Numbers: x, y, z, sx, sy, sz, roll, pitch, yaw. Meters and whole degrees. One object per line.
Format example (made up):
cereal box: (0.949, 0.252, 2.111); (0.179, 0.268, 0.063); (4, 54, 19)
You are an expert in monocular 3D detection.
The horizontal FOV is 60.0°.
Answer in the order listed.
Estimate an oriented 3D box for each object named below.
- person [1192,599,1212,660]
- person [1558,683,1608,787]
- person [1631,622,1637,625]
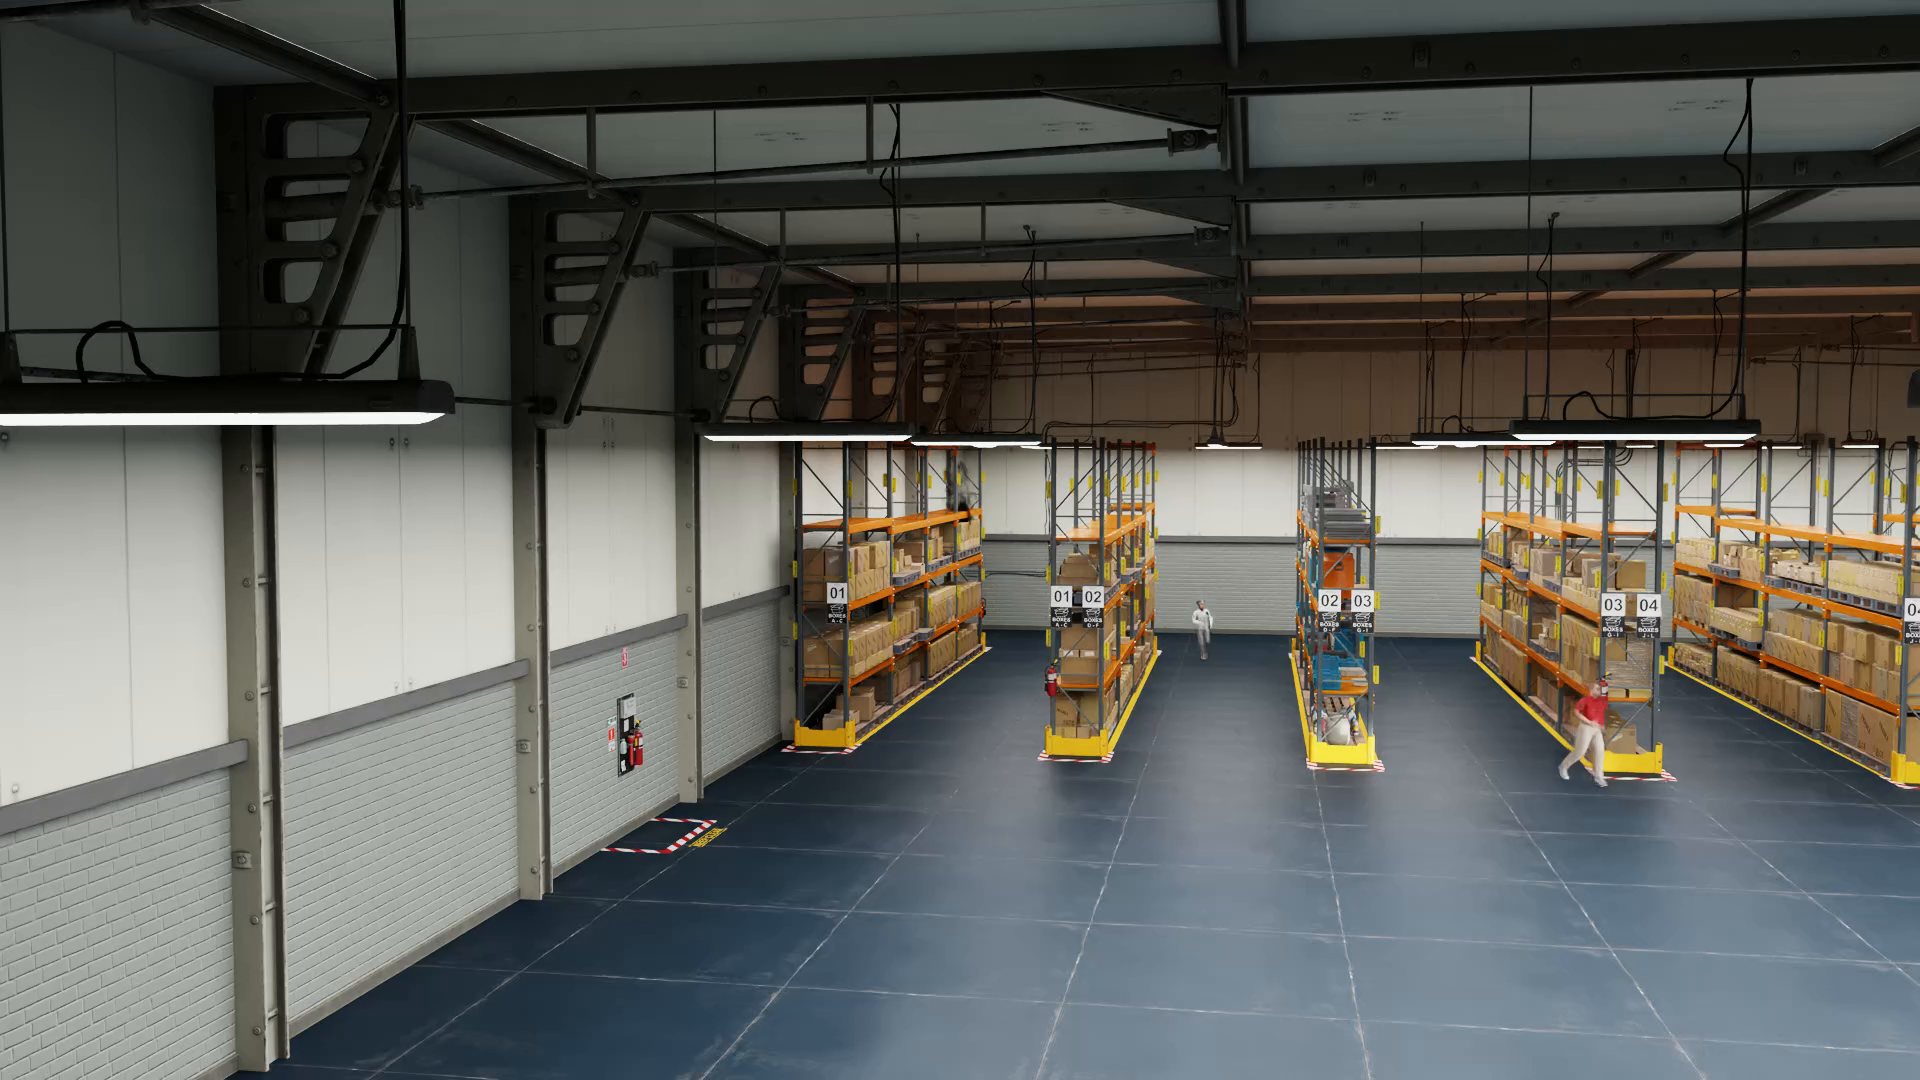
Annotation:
person: (6.692, 2.470, 45.822); (0.613, 1.680, 0.563); (0, 3, -4)
person: (10.944, 3.339, 28.804); (0.739, 1.718, 0.962); (-1, 3, -25)
person: (18.429, 2.466, 45.615); (0.725, 1.775, 0.796); (-2, 3, -28)
